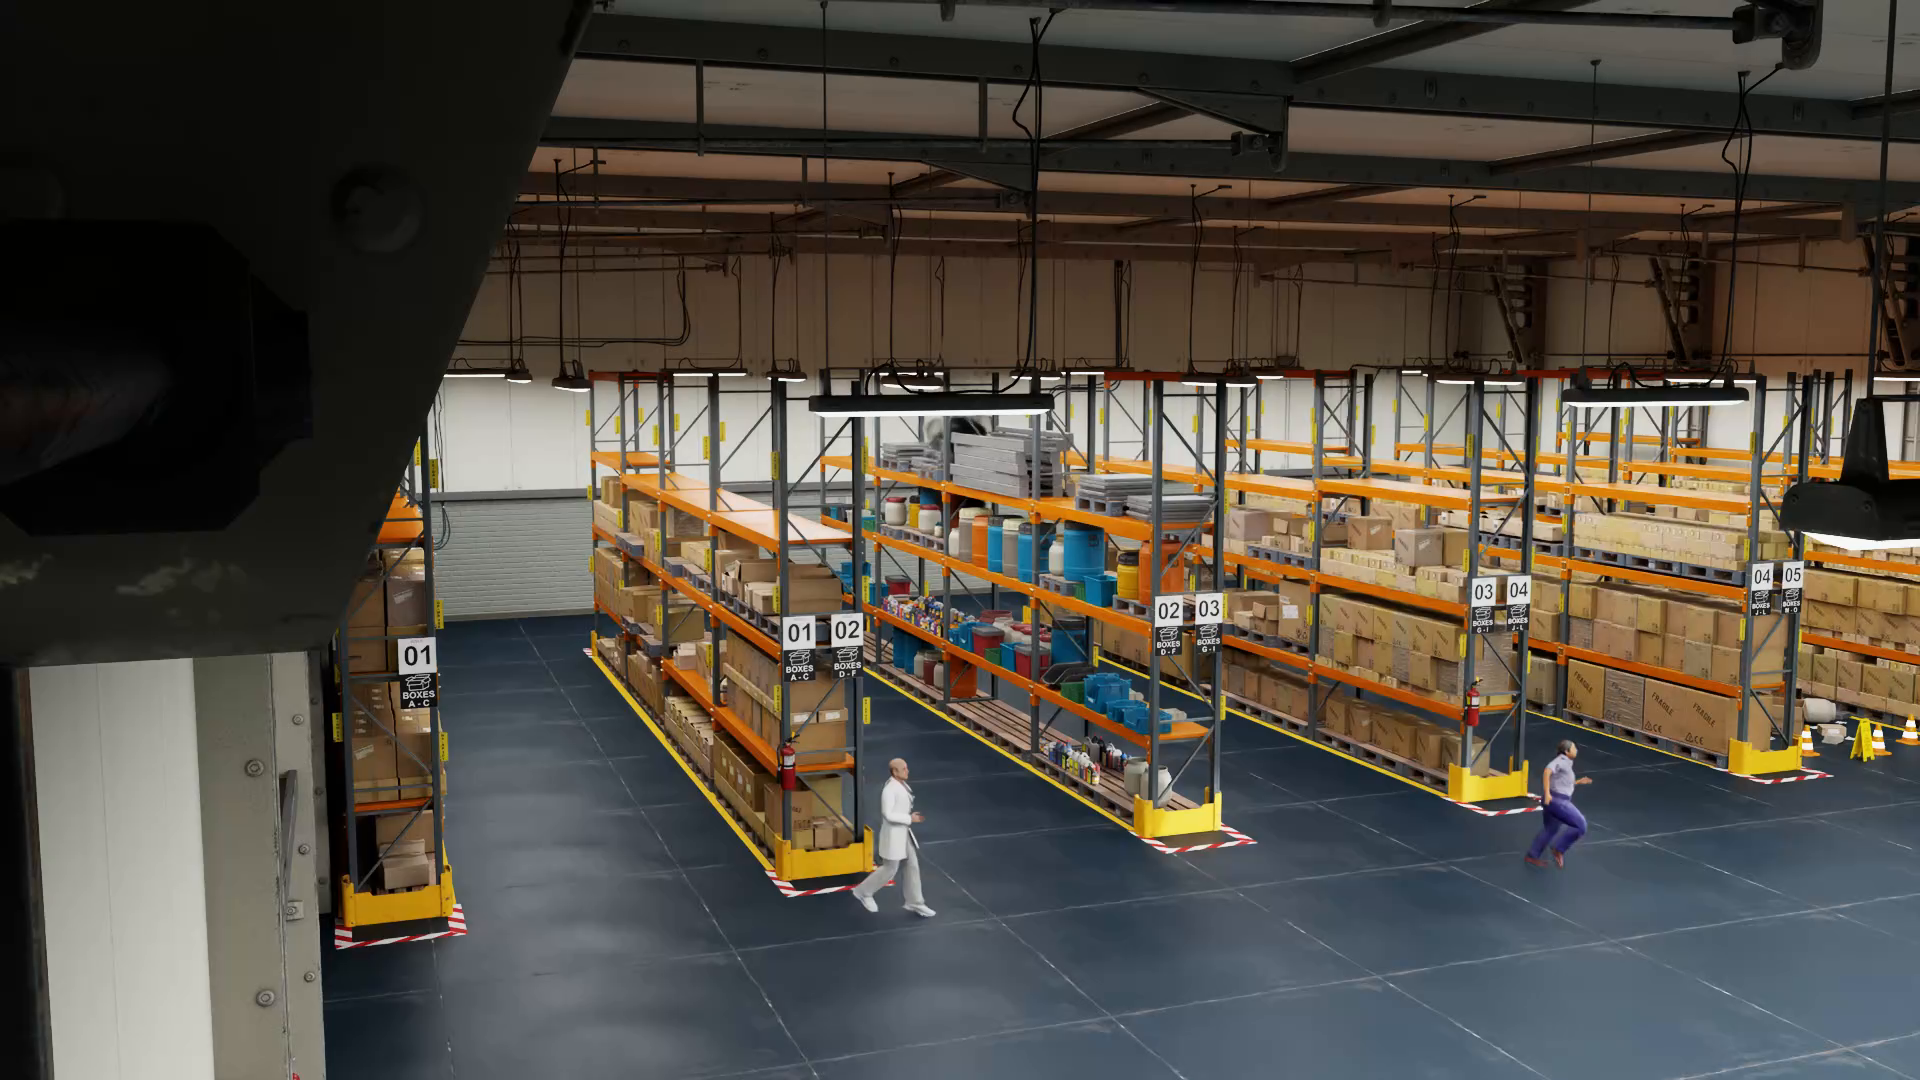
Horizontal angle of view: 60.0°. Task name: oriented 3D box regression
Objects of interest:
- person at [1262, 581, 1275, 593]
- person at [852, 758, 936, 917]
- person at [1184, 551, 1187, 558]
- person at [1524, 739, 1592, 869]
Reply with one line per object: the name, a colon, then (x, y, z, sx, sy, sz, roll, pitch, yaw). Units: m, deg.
person: (7.631, 0.927, 41.207, 0.801, 1.746, 0.756, 5, 8, 37)
person: (-0.744, 3.350, 18.779, 0.947, 1.809, 0.734, 2, 7, 15)
person: (5.196, 1.084, 39.367, 0.715, 1.702, 0.786, 1, 6, 4)
person: (7.357, 3.245, 20.411, 0.757, 1.592, 0.634, 1, 7, 13)
